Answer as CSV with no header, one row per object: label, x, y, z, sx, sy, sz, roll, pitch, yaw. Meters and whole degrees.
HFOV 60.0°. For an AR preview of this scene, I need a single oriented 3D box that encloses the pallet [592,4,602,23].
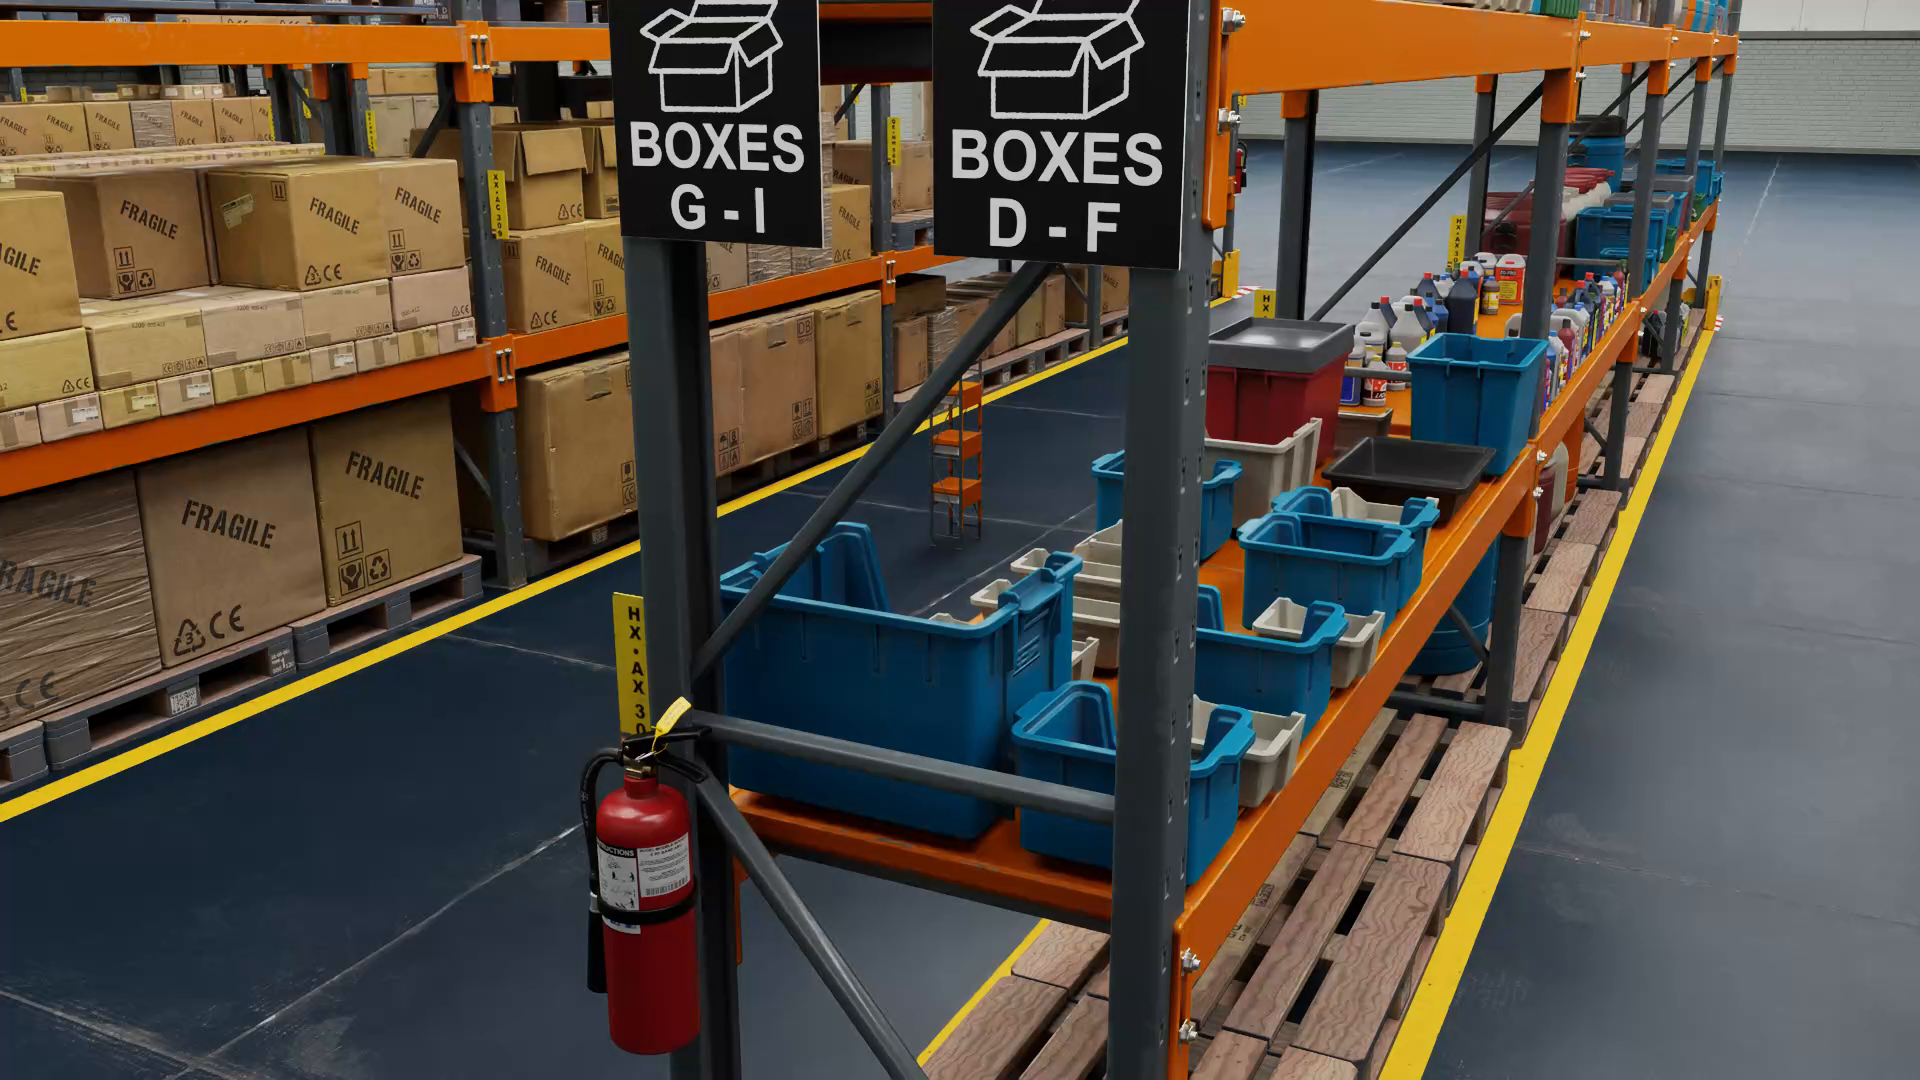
pallet,-1.691,-3.156,9.945,1.003,0.211,1.213,9,19,28

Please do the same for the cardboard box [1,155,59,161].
cardboard box,-6.662,-2.659,11.867,0.380,0.149,0.250,7,18,24

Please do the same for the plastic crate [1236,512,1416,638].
plastic crate,0.896,0.098,4.113,0.416,0.233,0.300,8,18,25

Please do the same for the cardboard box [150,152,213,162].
cardboard box,-5.734,-2.775,12.258,0.380,0.149,0.250,9,19,28

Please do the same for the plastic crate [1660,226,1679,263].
plastic crate,4.739,-2.072,11.605,0.450,0.188,0.662,8,18,25

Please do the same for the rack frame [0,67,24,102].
rack frame,-12.474,-5.175,21.679,1.000,3.000,0.127,8,18,25

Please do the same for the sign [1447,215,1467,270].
sign,2.982,-1.781,9.965,0.100,0.325,0.005,8,18,25

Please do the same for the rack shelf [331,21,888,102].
rack shelf,-1.847,-2.848,9.841,1.077,0.370,4.000,8,18,25

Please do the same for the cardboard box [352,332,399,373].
cardboard box,-2.814,-0.875,7.643,0.380,0.149,0.250,8,18,24

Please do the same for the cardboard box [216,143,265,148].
cardboard box,-5.843,-3.126,13.438,0.380,0.149,0.250,8,18,24

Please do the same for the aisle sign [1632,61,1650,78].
aisle sign,6.822,-4.974,16.437,0.394,0.787,0.004,8,18,25

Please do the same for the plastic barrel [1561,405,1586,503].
plastic barrel,3.274,-0.669,9.581,0.600,0.830,0.708,8,18,25

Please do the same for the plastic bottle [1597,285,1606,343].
plastic bottle,3.168,-1.130,8.266,0.061,0.283,0.133,8,18,25

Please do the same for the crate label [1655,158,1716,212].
crate label,6.472,-3.186,14.920,0.502,0.435,0.616,8,18,25

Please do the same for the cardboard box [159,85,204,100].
cardboard box,-8.434,-4.851,18.012,0.380,0.149,0.250,7,18,23

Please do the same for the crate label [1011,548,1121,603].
crate label,0.350,0.124,4.196,0.396,0.136,0.243,8,18,25

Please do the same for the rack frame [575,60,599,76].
rack frame,-3.558,-3.940,17.522,1.000,3.000,0.127,8,18,25

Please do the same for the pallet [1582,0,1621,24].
pallet,1.953,-2.175,6.642,1.213,0.211,1.003,8,18,25

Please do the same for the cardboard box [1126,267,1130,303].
cardboard box,1.505,-2.698,16.993,0.500,0.500,0.500,6,18,20

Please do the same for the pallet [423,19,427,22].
pallet,-4.608,-4.725,15.227,1.003,0.211,1.213,9,19,28

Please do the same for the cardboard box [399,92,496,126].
cardboard box,-4.684,-3.822,15.191,0.700,0.500,0.500,8,18,25

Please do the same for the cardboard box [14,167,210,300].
cardboard box,-3.639,-1.329,7.154,0.500,0.500,0.500,7,18,24

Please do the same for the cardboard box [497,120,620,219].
cardboard box,-2.146,-2.112,9.428,0.797,0.503,0.637,8,18,26

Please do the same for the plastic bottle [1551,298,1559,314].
plastic bottle,2.790,-1.012,7.890,0.097,0.271,0.097,0,17,0

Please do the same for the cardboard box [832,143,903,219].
cardboard box,-0.748,-2.656,12.287,0.500,0.500,0.500,6,17,19

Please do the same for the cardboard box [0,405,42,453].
cardboard box,-3.617,-0.417,6.101,0.380,0.149,0.250,8,18,24

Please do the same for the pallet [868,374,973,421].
pallet,-0.603,-1.127,12.947,1.003,0.211,1.213,8,18,25

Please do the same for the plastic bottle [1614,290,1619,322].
plastic bottle,3.464,-1.271,8.885,0.097,0.201,0.097,0,17,0

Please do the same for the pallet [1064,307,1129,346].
pallet,1.102,-2.122,16.299,1.003,0.211,1.213,8,18,25

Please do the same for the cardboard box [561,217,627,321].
cardboard box,-2.088,-1.507,9.155,0.500,0.500,0.500,8,18,25

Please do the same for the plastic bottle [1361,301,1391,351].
plastic bottle,1.808,-0.868,7.264,0.144,0.351,0.185,8,18,25

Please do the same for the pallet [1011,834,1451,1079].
pallet,0.852,1.225,5.028,1.003,0.211,1.213,8,18,25

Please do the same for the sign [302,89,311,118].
sign,-7.534,-5.030,19.156,0.100,0.325,0.005,8,18,25

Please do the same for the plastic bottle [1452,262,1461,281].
plastic bottle,2.688,-1.363,9.051,0.061,0.283,0.133,8,18,25

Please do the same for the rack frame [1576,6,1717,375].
rack frame,5.265,-2.653,13.189,1.000,3.000,0.127,8,18,25

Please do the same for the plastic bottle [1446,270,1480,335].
plastic bottle,2.497,-1.163,8.259,0.144,0.351,0.185,8,18,25

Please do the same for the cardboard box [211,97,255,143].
cardboard box,-8.253,-4.663,18.519,0.500,0.500,0.500,8,18,26

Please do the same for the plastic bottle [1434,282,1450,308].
plastic bottle,2.375,-1.153,8.355,0.152,0.276,0.135,8,18,25

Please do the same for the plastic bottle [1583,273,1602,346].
plastic bottle,3.059,-1.127,8.137,0.144,0.351,0.185,8,18,25

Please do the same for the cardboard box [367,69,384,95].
cardboard box,-7.393,-5.426,20.070,0.700,0.500,0.500,8,18,26

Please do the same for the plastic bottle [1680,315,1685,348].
plastic bottle,6.192,-1.800,14.313,0.061,0.283,0.133,9,19,28

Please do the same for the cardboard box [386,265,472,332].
cardboard box,-2.703,-1.171,7.938,0.500,0.250,0.500,8,18,24

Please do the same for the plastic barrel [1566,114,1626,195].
plastic barrel,4.821,-2.834,12.916,0.600,0.901,0.708,8,18,25

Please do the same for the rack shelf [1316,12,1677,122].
rack shelf,2.584,-2.218,7.719,1.077,0.370,4.000,8,18,25

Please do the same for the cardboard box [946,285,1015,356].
cardboard box,0.061,-1.881,14.206,0.700,0.500,0.500,6,18,21

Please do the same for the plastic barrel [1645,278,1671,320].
plastic barrel,6.603,-2.376,15.887,0.421,0.512,0.421,0,17,0

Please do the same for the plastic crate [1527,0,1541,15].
plastic crate,1.569,-1.701,5.008,0.416,0.233,0.300,8,18,25

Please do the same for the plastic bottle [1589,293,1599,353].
plastic bottle,3.026,-1.049,7.993,0.061,0.283,0.133,8,18,25

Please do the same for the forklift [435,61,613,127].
forklift,-3.133,-2.510,12.829,1.130,2.935,3.031,8,18,25

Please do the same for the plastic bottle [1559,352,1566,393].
plastic bottle,2.521,-0.734,7.076,0.097,0.201,0.097,0,17,0

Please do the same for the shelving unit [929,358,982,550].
shelving unit,-0.024,-0.490,9.329,0.215,1.050,0.252,8,18,25
